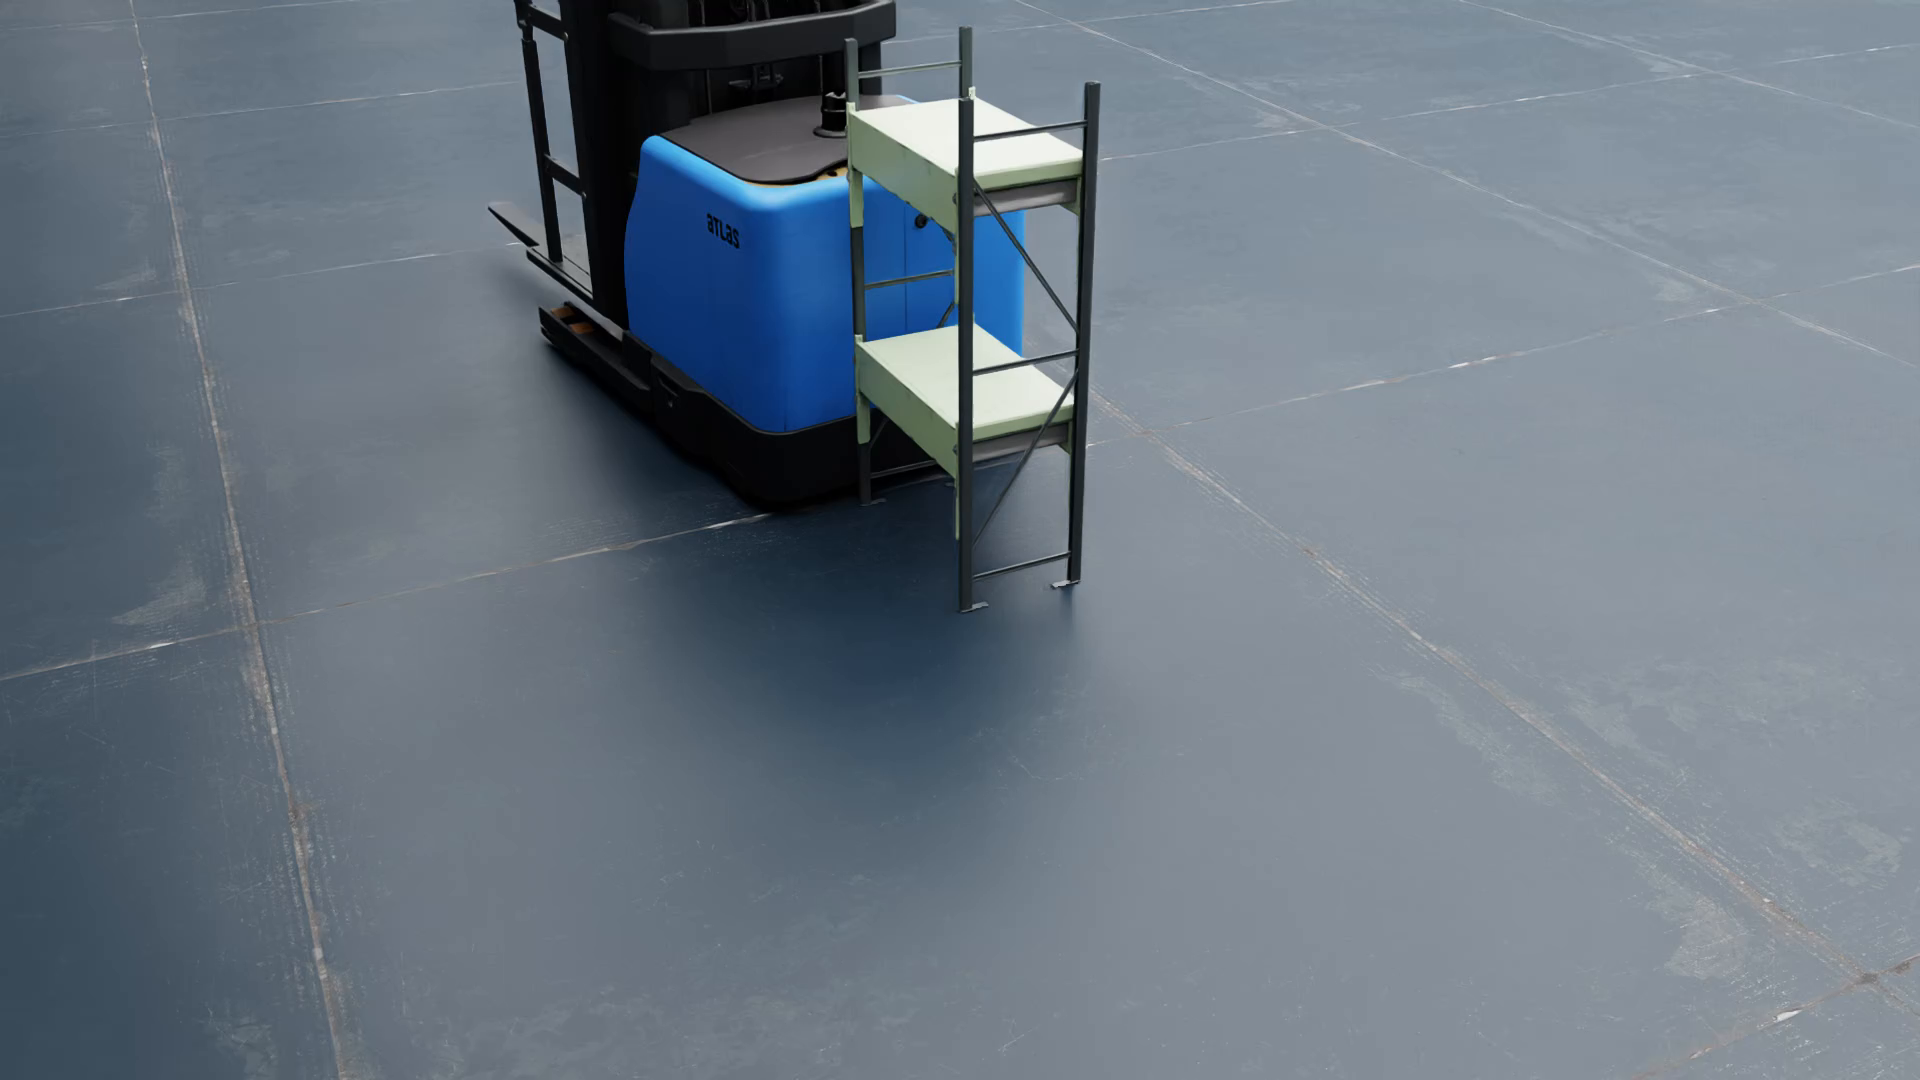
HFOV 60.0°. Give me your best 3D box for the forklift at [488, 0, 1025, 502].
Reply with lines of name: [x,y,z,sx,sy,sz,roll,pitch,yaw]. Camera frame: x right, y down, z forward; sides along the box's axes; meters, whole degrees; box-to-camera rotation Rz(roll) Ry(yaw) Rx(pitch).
forklift: [-1.007,-2.075,5.953,1.130,2.935,3.031,-18,34,-29]

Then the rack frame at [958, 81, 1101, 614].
rack frame: [0.179,-0.485,4.581,0.400,1.500,0.023,-14,32,-23]

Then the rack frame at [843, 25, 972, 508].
rack frame: [-0.147,-0.806,5.153,0.400,1.500,0.023,-14,32,-23]

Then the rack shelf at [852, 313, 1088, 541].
rack shelf: [0.016,-0.361,5.027,0.431,0.370,0.720,-14,32,-23]

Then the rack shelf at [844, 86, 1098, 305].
rack shelf: [0.016,-0.986,4.676,0.431,0.370,0.720,-14,32,-23]

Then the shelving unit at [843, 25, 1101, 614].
shelving unit: [0.016,-0.645,4.867,0.431,1.500,0.755,-14,32,-23]
